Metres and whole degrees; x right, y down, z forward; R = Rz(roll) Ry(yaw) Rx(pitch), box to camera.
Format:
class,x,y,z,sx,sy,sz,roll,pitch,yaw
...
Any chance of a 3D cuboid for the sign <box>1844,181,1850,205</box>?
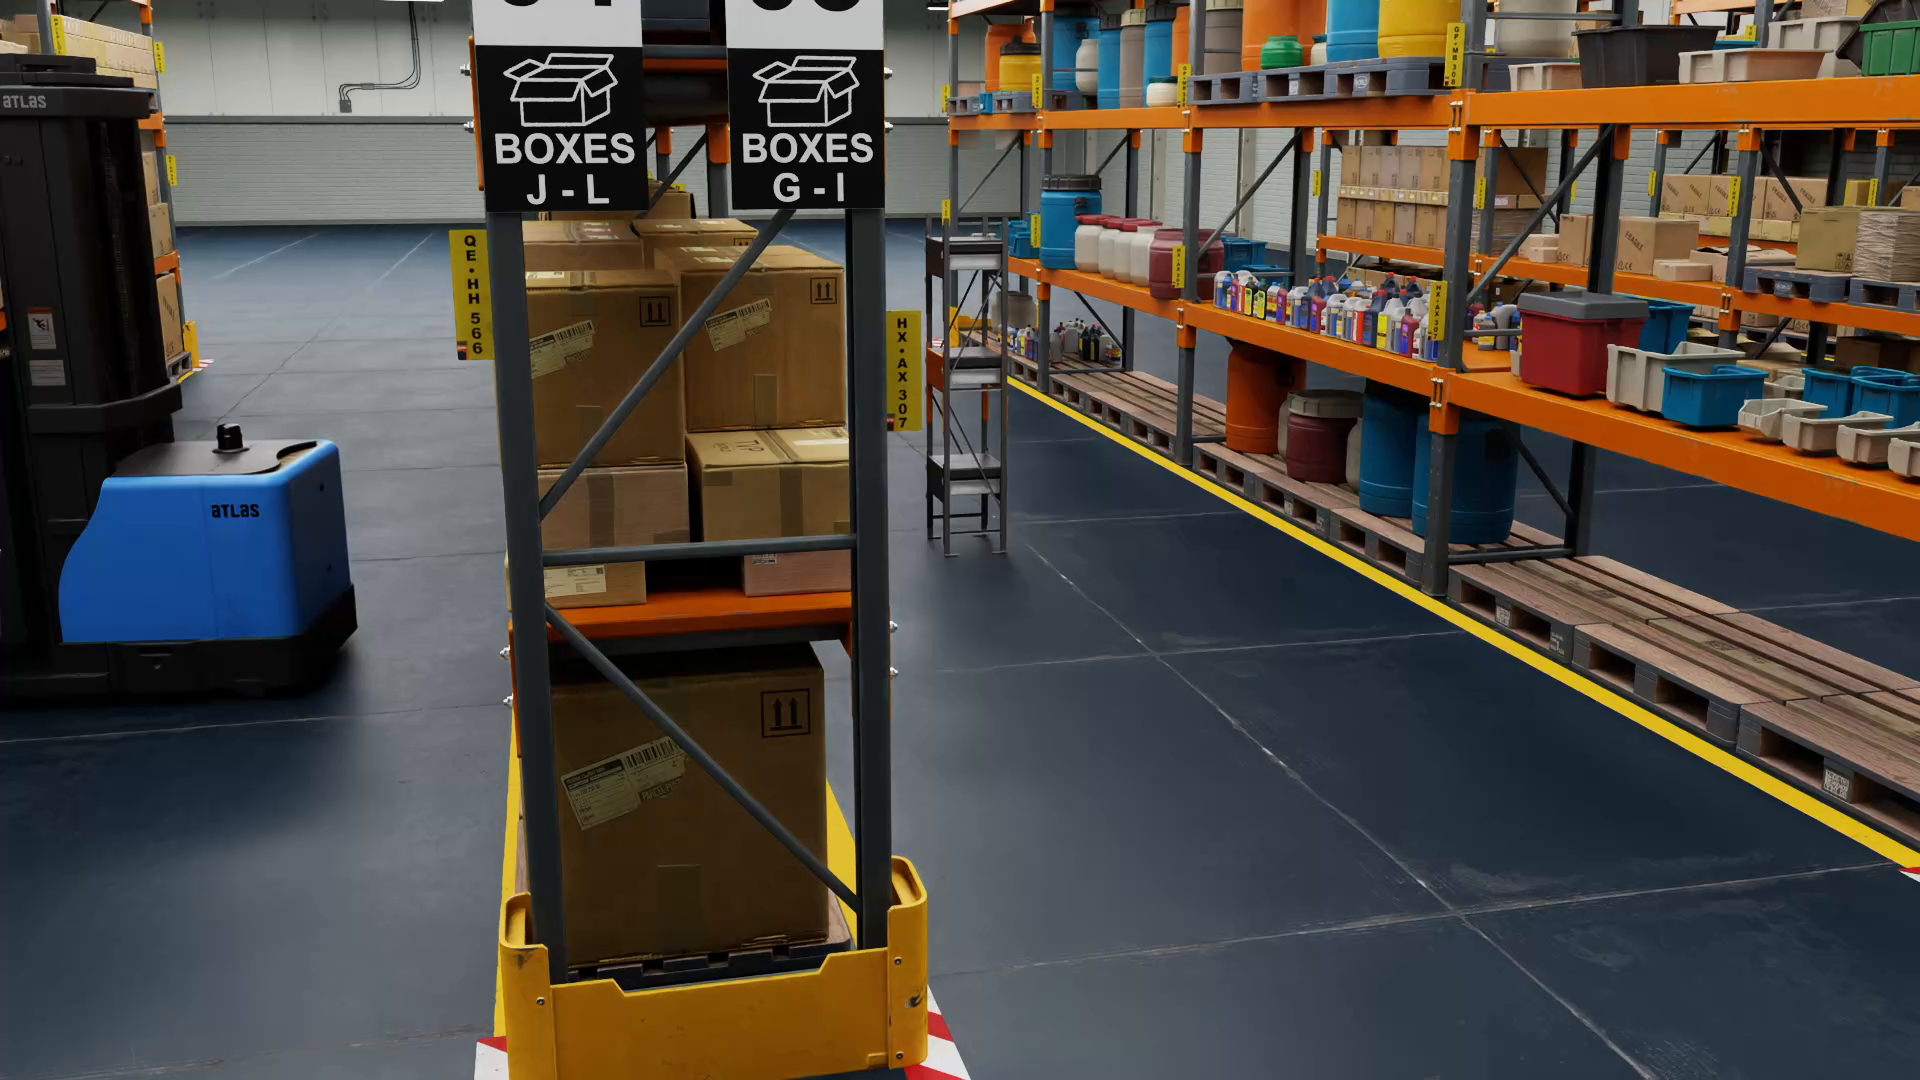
class,x,y,z,sx,sy,sz,roll,pitch,yaw
sign,7.582,-2.919,14.283,0.100,0.325,0.005,-3,14,-13

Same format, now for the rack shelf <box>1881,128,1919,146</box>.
class,x,y,z,sx,sy,sz,roll,pitch,yaw
rack shelf,11.402,-4.209,17.030,1.077,0.370,4.000,-3,14,-13

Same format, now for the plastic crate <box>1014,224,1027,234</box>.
class,x,y,z,sx,sy,sz,roll,pitch,yaw
plastic crate,0.918,-3.612,19.705,0.499,0.251,0.408,-3,14,-13

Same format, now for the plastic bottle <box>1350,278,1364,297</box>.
class,x,y,z,sx,sy,sz,roll,pitch,yaw
plastic bottle,2.906,-1.785,12.184,0.097,0.271,0.097,0,14,0

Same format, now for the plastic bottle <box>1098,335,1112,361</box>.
class,x,y,z,sx,sy,sz,roll,pitch,yaw
plastic bottle,1.551,-2.072,17.900,0.152,0.276,0.135,-3,14,-11

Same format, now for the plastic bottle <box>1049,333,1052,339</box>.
class,x,y,z,sx,sy,sz,roll,pitch,yaw
plastic bottle,0.964,-2.092,17.981,0.152,0.276,0.135,-3,14,-13

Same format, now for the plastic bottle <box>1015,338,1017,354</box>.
class,x,y,z,sx,sy,sz,roll,pitch,yaw
plastic bottle,0.661,-2.179,18.497,0.097,0.201,0.097,0,14,0

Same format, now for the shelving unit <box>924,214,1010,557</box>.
class,x,y,z,sx,sy,sz,roll,pitch,yaw
shelving unit,0.039,-0.982,10.522,0.431,2.100,0.503,-3,14,-13

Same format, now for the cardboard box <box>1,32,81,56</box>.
class,x,y,z,sx,sy,sz,roll,pitch,yaw
cardboard box,-8.200,-4.391,14.853,0.500,0.250,0.500,-3,14,-13

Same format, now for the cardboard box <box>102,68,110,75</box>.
class,x,y,z,sx,sy,sz,roll,pitch,yaw
cardboard box,-8.413,-4.465,15.998,0.380,0.149,0.250,-3,14,-13

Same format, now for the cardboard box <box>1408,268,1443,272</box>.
class,x,y,z,sx,sy,sz,roll,pitch,yaw
cardboard box,5.843,-3.104,20.640,0.500,0.500,0.500,-3,14,-13

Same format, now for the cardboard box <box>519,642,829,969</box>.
class,x,y,z,sx,sy,sz,roll,pitch,yaw
cardboard box,-0.922,0.719,5.256,0.875,0.875,0.875,-3,14,-13

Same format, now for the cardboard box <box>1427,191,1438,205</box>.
class,x,y,z,sx,sy,sz,roll,pitch,yaw
cardboard box,5.608,-3.935,19.136,0.380,0.149,0.250,-3,14,-13

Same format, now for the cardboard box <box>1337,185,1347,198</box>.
class,x,y,z,sx,sy,sz,roll,pitch,yaw
cardboard box,5.061,-4.470,21.324,0.380,0.149,0.250,-3,14,-14

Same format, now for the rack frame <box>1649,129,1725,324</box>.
class,x,y,z,sx,sy,sz,roll,pitch,yaw
rack frame,9.993,-4.485,22.966,1.000,3.000,0.127,-3,14,-13

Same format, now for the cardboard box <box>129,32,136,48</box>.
class,x,y,z,sx,sy,sz,roll,pitch,yaw
cardboard box,-8.708,-5.144,17.094,0.380,0.149,0.250,-3,14,-12

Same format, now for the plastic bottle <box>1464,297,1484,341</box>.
class,x,y,z,sx,sy,sz,roll,pitch,yaw
plastic bottle,3.301,-1.421,10.671,0.061,0.283,0.133,-3,14,-13

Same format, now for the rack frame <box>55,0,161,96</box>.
class,x,y,z,sx,sy,sz,roll,pitch,yaw
rack frame,-9.297,-6.318,17.828,1.000,3.000,0.127,-3,14,-13

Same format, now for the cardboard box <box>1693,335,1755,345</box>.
class,x,y,z,sx,sy,sz,roll,pitch,yaw
cardboard box,7.088,-1.761,15.544,0.500,0.311,0.500,-4,14,-15

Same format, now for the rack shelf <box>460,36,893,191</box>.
class,x,y,z,sx,sy,sz,roll,pitch,yaw
rack shelf,-1.164,-1.535,6.086,1.077,0.370,4.000,-3,14,-13

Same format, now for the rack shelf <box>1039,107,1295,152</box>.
class,x,y,z,sx,sy,sz,roll,pitch,yaw
rack shelf,1.772,-3.657,14.770,1.077,0.370,4.000,-3,14,-13

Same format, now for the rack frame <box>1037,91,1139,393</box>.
class,x,y,z,sx,sy,sz,roll,pitch,yaw
rack frame,1.302,-3.010,16.929,1.000,3.000,0.127,-3,14,-13

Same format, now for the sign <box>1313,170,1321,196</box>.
class,x,y,z,sx,sy,sz,roll,pitch,yaw
sign,4.637,-4.638,21.599,0.100,0.325,0.005,-3,14,-13

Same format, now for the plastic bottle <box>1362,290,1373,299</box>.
class,x,y,z,sx,sy,sz,roll,pitch,yaw
plastic bottle,2.952,-1.706,12.008,0.097,0.201,0.097,0,14,0

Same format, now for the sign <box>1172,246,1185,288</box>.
class,x,y,z,sx,sy,sz,roll,pitch,yaw
sign,1.708,-2.135,13.000,0.100,0.325,0.005,-3,14,-13

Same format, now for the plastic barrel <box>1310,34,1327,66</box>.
class,x,y,z,sx,sy,sz,roll,pitch,yaw
plastic barrel,2.636,-3.442,11.783,0.301,0.262,0.301,0,14,0

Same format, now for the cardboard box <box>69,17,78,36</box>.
class,x,y,z,sx,sy,sz,roll,pitch,yaw
cardboard box,-8.174,-4.618,14.942,0.380,0.149,0.250,-3,14,-14

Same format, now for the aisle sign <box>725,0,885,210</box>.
class,x,y,z,sx,sy,sz,roll,pitch,yaw
aisle sign,-0.386,-1.229,4.160,0.394,0.787,0.004,-3,14,-13

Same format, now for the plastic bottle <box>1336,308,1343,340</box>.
class,x,y,z,sx,sy,sz,roll,pitch,yaw
plastic bottle,2.484,-1.398,10.748,0.097,0.201,0.097,0,14,0

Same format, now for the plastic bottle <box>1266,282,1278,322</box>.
class,x,y,z,sx,sy,sz,roll,pitch,yaw
plastic bottle,2.224,-1.688,11.788,0.097,0.271,0.097,0,14,0

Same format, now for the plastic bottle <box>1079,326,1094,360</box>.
class,x,y,z,sx,sy,sz,roll,pitch,yaw
plastic bottle,1.376,-2.139,18.015,0.144,0.351,0.185,-3,14,-13

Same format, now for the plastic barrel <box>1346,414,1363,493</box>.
class,x,y,z,sx,sy,sz,roll,pitch,yaw
plastic barrel,2.858,-0.585,11.360,0.421,0.512,0.421,0,14,0

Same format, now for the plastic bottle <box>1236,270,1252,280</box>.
class,x,y,z,sx,sy,sz,roll,pitch,yaw
plastic bottle,2.177,-1.918,12.719,0.152,0.276,0.135,-3,14,-13

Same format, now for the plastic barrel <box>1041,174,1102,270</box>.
class,x,y,z,sx,sy,sz,roll,pitch,yaw
plastic barrel,1.098,-3.148,16.435,0.600,0.901,0.708,-3,14,-13

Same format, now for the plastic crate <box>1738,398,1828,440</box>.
class,x,y,z,sx,sy,sz,roll,pitch,yaw
plastic crate,3.522,-0.519,7.160,0.298,0.136,0.250,-3,14,-13

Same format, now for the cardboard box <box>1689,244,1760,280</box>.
class,x,y,z,sx,sy,sz,roll,pitch,yaw
cardboard box,7.035,-2.537,15.178,0.500,0.311,0.500,-3,14,-14

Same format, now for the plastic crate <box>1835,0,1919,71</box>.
class,x,y,z,sx,sy,sz,roll,pitch,yaw
plastic crate,4.029,-2.037,6.754,0.504,0.338,0.767,-3,14,-13

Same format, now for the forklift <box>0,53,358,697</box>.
class,x,y,z,sx,sy,sz,roll,pitch,yaw
forklift,-4.634,-0.758,7.855,3.031,2.935,1.130,-1,14,-5

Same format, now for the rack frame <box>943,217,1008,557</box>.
class,x,y,z,sx,sy,sz,roll,pitch,yaw
rack frame,0.096,-0.926,10.291,0.400,2.100,0.015,-3,14,-13

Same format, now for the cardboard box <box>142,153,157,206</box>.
class,x,y,z,sx,sy,sz,roll,pitch,yaw
cardboard box,-9.028,-3.792,17.536,0.875,0.550,0.550,-3,14,-13

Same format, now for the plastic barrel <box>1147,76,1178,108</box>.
class,x,y,z,sx,sy,sz,roll,pitch,yaw
plastic barrel,1.716,-3.758,13.960,0.301,0.262,0.301,0,14,0

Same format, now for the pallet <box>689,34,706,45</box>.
class,x,y,z,sx,sy,sz,roll,pitch,yaw
pallet,-1.452,-2.113,7.124,1.003,0.211,1.213,-3,14,-13

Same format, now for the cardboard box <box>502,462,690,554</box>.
class,x,y,z,sx,sy,sz,roll,pitch,yaw
cardboard box,-1.066,-0.135,4.847,0.500,0.250,0.500,-4,14,-14

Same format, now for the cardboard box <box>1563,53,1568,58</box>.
class,x,y,z,sx,sy,sz,roll,pitch,yaw
cardboard box,6.224,-5.094,16.987,0.500,0.500,0.500,-3,14,-13

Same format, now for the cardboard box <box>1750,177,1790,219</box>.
class,x,y,z,sx,sy,sz,roll,pitch,yaw
cardboard box,10.167,-4.307,20.930,0.500,0.500,0.500,-3,14,-11

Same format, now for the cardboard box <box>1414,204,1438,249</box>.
class,x,y,z,sx,sy,sz,roll,pitch,yaw
cardboard box,5.763,-3.673,19.432,0.700,0.500,0.500,-3,14,-12

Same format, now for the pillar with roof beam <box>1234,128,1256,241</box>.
class,x,y,z,sx,sy,sz,roll,pitch,yaw
pillar with roof beam,2.586,-11.199,37.805,9.100,9.000,0.400,-3,14,-13

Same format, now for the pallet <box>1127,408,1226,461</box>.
class,x,y,z,sx,sy,sz,roll,pitch,yaw
pallet,2.097,-0.914,14.223,1.003,0.211,1.213,-3,14,-13

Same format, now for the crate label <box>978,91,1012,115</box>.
class,x,y,z,sx,sy,sz,roll,pitch,yaw
crate label,0.481,-4.868,18.525,0.502,0.251,0.408,-3,14,-13

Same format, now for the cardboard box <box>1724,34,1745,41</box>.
class,x,y,z,sx,sy,sz,roll,pitch,yaw
cardboard box,10.047,-6.148,21.091,0.500,0.500,0.500,-3,14,-12

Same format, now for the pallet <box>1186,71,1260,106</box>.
class,x,y,z,sx,sy,sz,roll,pitch,yaw
pallet,2.326,-3.271,12.073,1.003,0.211,1.213,-3,14,-13

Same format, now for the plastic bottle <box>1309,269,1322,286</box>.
class,x,y,z,sx,sy,sz,roll,pitch,yaw
plastic bottle,2.751,-1.961,12.881,0.061,0.283,0.133,-3,14,-13

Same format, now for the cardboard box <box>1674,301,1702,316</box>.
class,x,y,z,sx,sy,sz,roll,pitch,yaw
cardboard box,10.068,-3.228,22.559,0.500,0.311,0.500,-5,15,-20
